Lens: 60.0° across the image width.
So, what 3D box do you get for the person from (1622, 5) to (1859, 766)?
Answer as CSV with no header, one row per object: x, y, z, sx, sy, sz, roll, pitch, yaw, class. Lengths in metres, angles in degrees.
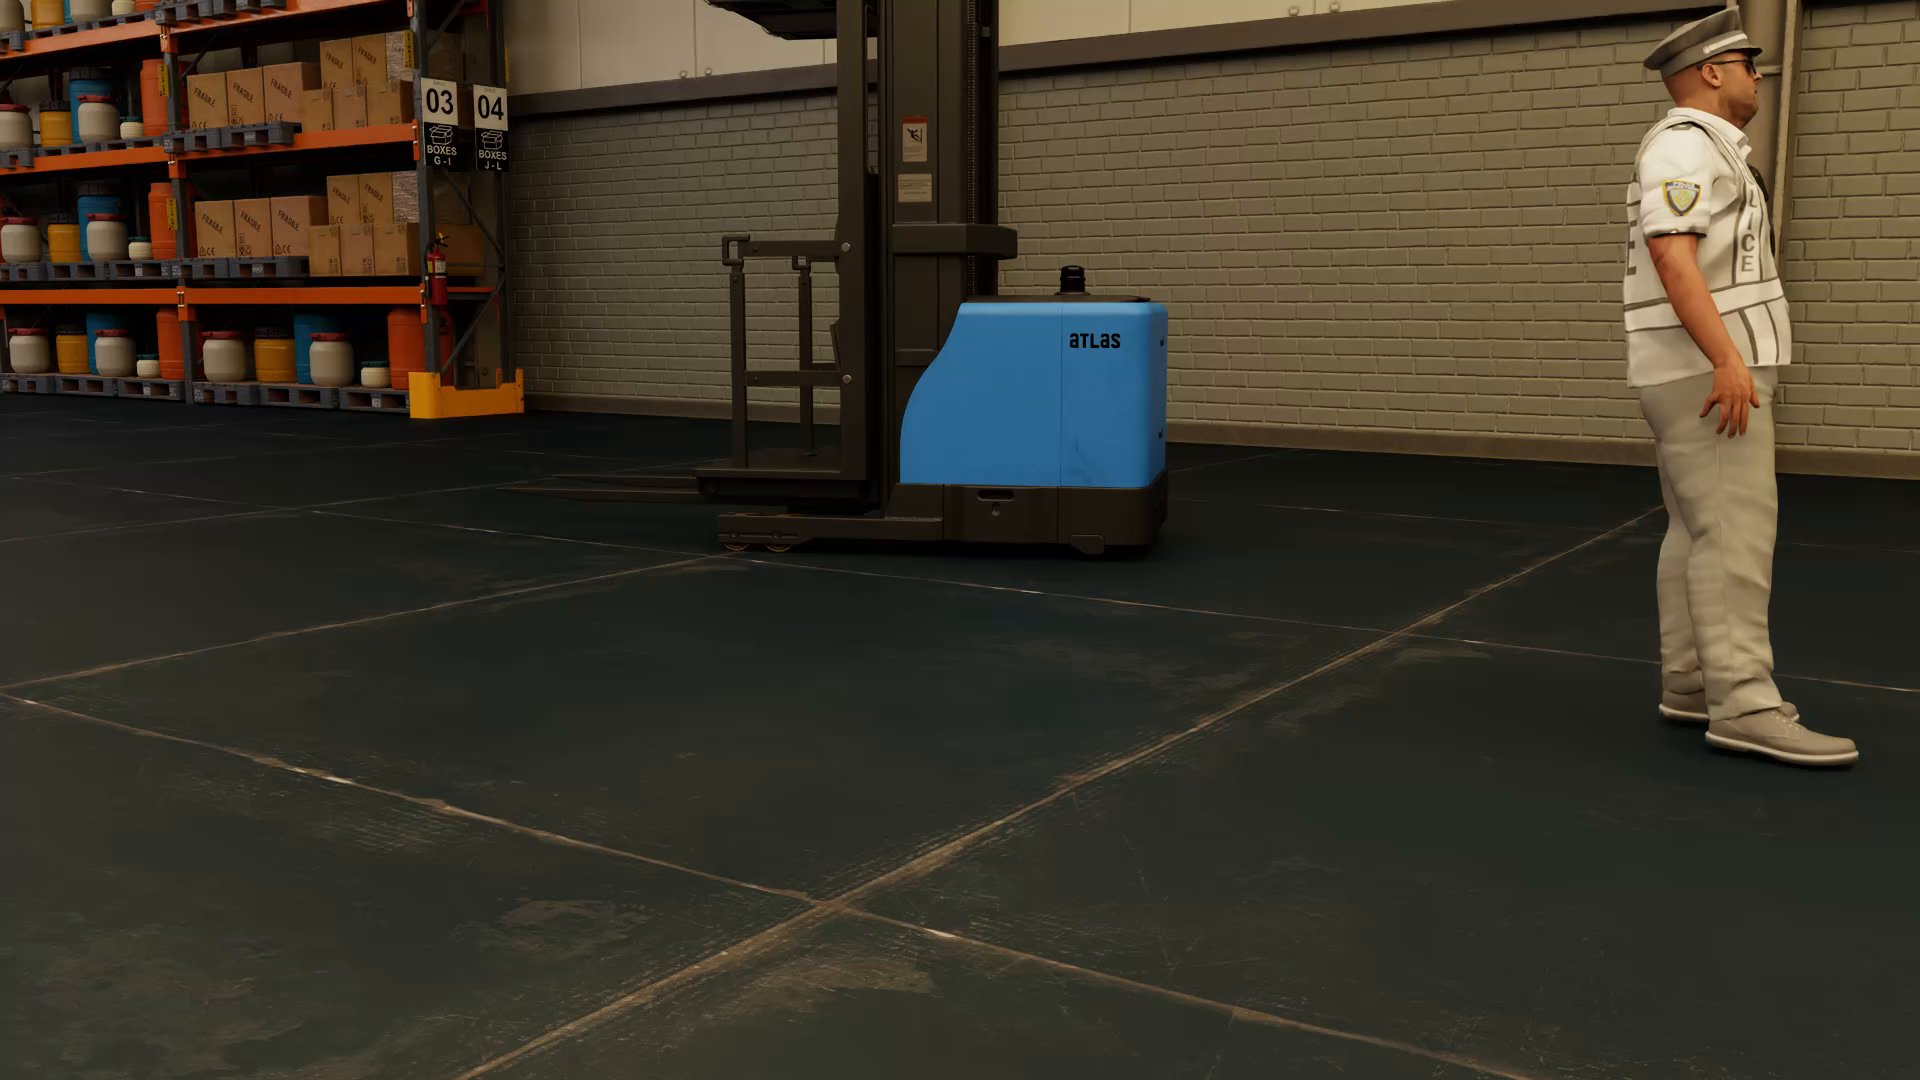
1.926,-0.406,4.084,0.576,1.779,0.640,4,9,24,person

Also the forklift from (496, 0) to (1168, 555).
-0.596,-1.469,7.520,3.031,2.935,1.130,2,8,12,forklift
